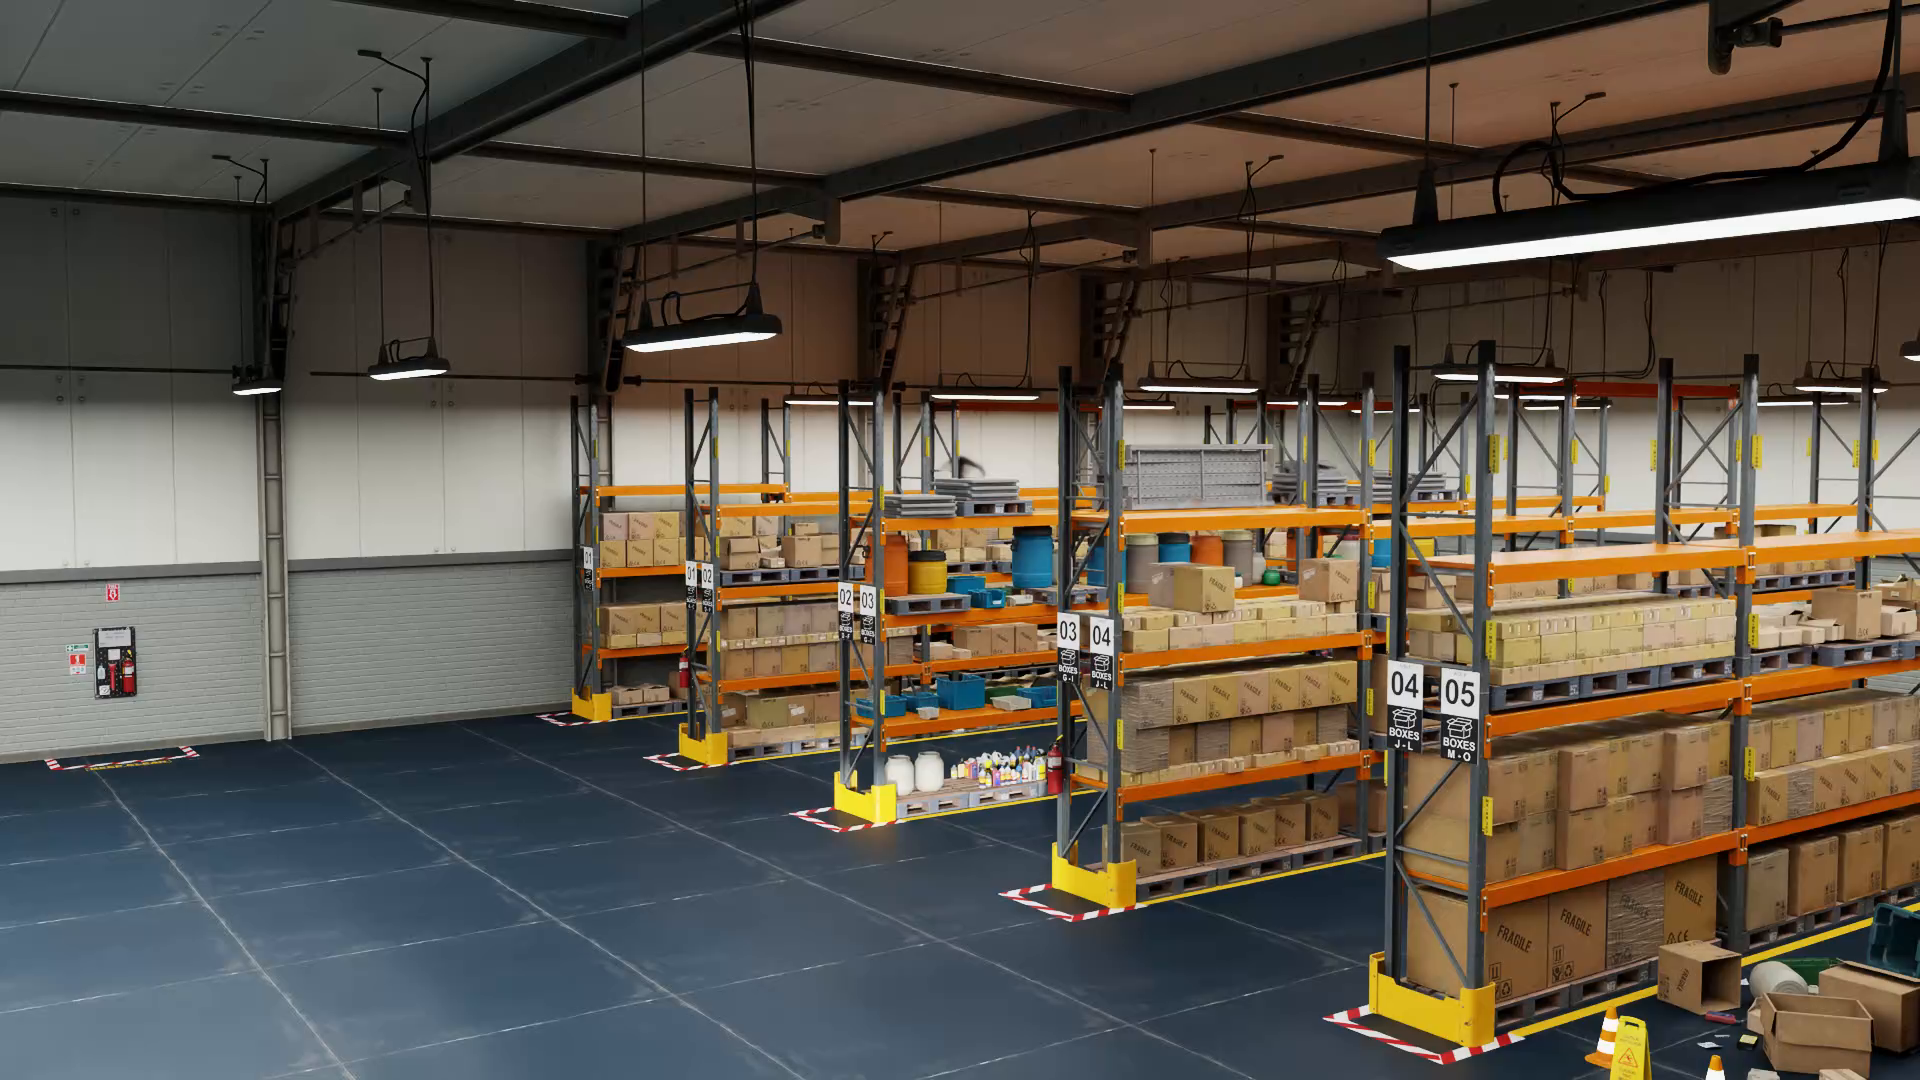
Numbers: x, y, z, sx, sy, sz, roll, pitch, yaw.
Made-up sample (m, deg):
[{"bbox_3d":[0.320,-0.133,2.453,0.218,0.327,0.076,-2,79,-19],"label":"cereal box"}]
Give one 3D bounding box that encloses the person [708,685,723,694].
[{"bbox_3d":[-4.313,2.468,30.134,0.496,1.752,0.675,-3,4,-37],"label":"person"}]
